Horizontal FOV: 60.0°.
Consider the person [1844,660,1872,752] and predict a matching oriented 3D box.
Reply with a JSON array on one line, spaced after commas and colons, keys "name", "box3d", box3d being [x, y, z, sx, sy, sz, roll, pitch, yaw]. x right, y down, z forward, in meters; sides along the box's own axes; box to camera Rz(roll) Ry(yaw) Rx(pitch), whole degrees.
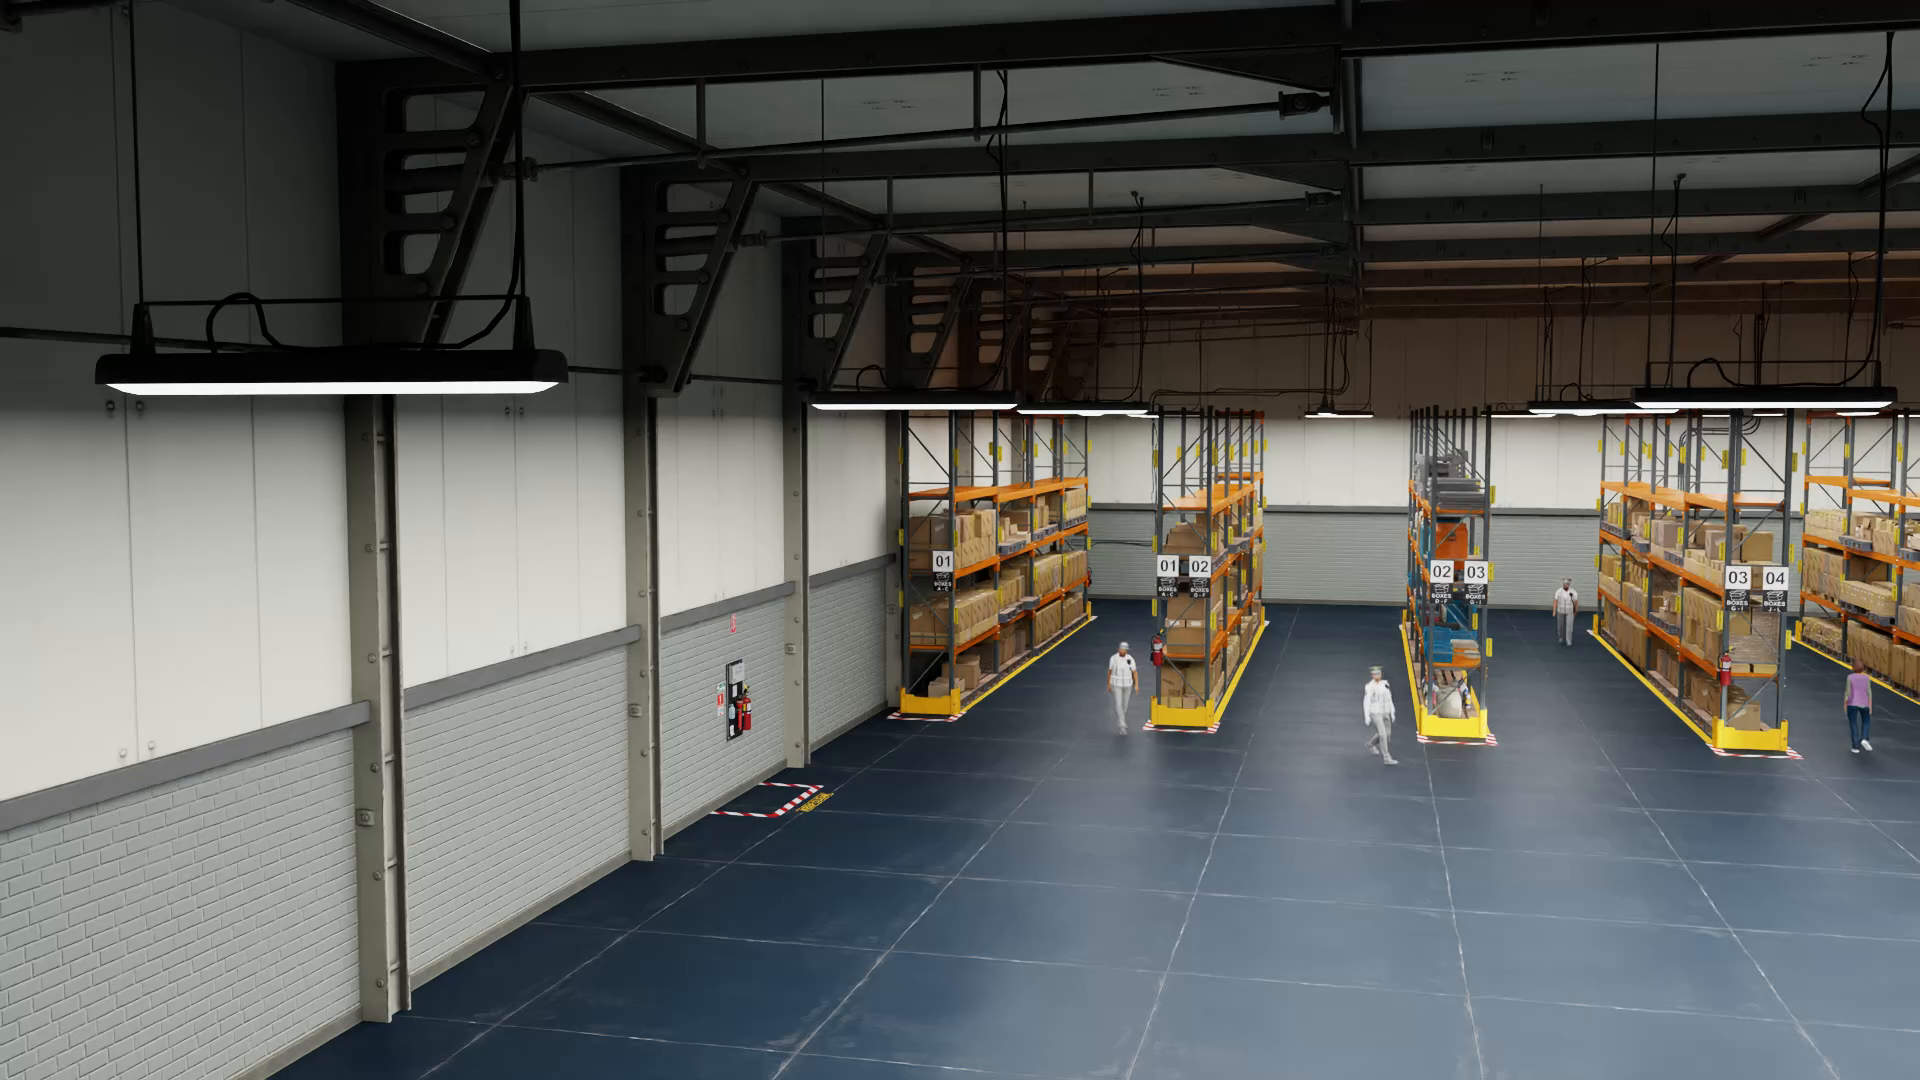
[{"name": "person", "box3d": [15.454, 2.873, 28.617, 0.439, 1.597, 0.441, 1, 4, 17]}]

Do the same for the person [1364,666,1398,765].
[{"name": "person", "box3d": [7.037, 2.907, 27.847, 0.486, 1.624, 0.860, -2, 5, -27]}]

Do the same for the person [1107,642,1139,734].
[{"name": "person", "box3d": [3.014, 2.700, 30.685, 0.528, 1.648, 0.778, -1, 4, -7]}]

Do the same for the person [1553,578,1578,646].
[{"name": "person", "box3d": [15.411, 1.808, 42.318, 0.621, 1.699, 1.077, 1, 4, 17]}]
